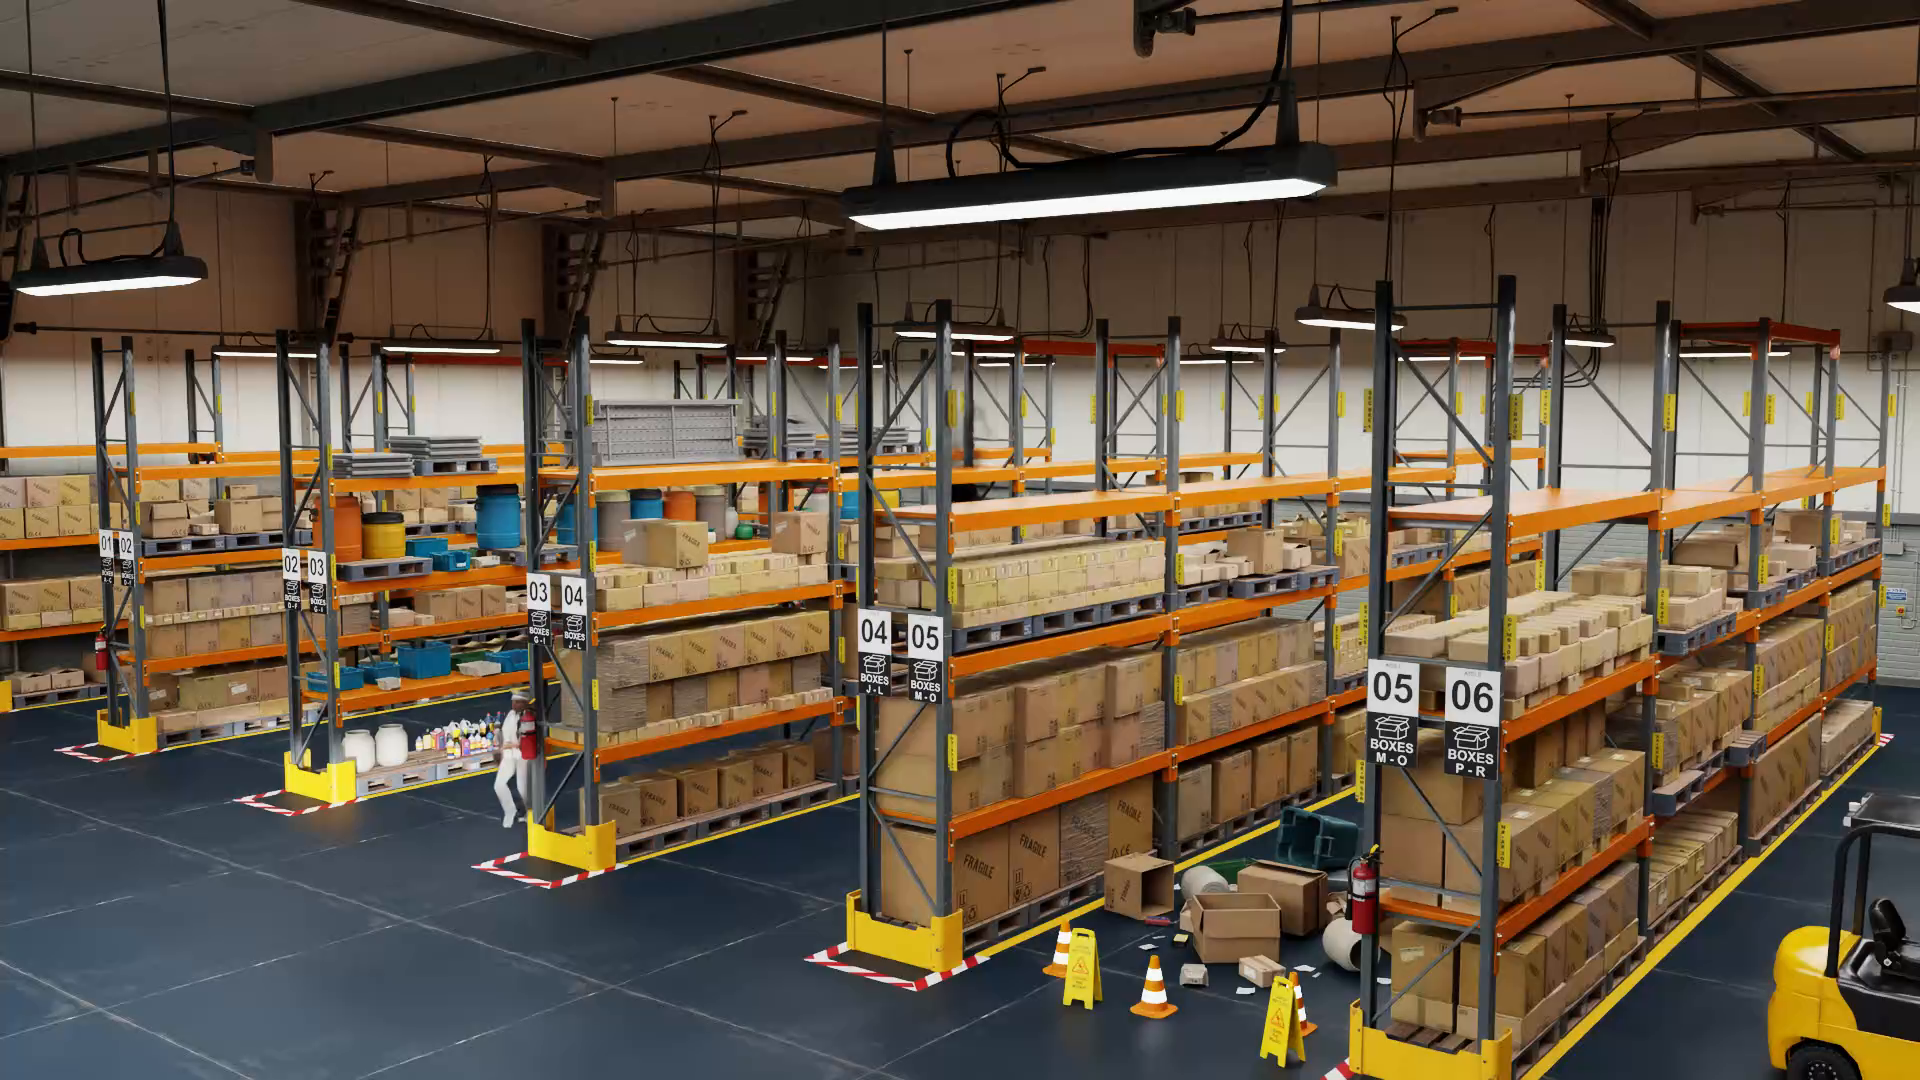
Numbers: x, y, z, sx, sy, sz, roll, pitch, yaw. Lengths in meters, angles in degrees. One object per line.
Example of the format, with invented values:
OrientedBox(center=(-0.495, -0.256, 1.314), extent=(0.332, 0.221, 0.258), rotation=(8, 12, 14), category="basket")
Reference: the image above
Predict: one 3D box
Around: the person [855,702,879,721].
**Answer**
OrientedBox(center=(-1.325, 2.149, 24.980), extent=(0.656, 1.631, 0.970), rotation=(3, 6, 34), category="person")

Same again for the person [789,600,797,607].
OrientedBox(center=(-3.405, 1.555, 32.141), extent=(0.616, 1.660, 0.554), rotation=(2, 5, 24), category="person")

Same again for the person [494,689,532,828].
OrientedBox(center=(-5.272, 2.619, 19.923), extent=(0.566, 1.716, 0.658), rotation=(2, 5, 22), category="person")

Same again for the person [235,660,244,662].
OrientedBox(center=(-11.879, 1.882, 27.467), extent=(0.669, 1.791, 0.992), rotation=(3, 6, 34), category="person")
